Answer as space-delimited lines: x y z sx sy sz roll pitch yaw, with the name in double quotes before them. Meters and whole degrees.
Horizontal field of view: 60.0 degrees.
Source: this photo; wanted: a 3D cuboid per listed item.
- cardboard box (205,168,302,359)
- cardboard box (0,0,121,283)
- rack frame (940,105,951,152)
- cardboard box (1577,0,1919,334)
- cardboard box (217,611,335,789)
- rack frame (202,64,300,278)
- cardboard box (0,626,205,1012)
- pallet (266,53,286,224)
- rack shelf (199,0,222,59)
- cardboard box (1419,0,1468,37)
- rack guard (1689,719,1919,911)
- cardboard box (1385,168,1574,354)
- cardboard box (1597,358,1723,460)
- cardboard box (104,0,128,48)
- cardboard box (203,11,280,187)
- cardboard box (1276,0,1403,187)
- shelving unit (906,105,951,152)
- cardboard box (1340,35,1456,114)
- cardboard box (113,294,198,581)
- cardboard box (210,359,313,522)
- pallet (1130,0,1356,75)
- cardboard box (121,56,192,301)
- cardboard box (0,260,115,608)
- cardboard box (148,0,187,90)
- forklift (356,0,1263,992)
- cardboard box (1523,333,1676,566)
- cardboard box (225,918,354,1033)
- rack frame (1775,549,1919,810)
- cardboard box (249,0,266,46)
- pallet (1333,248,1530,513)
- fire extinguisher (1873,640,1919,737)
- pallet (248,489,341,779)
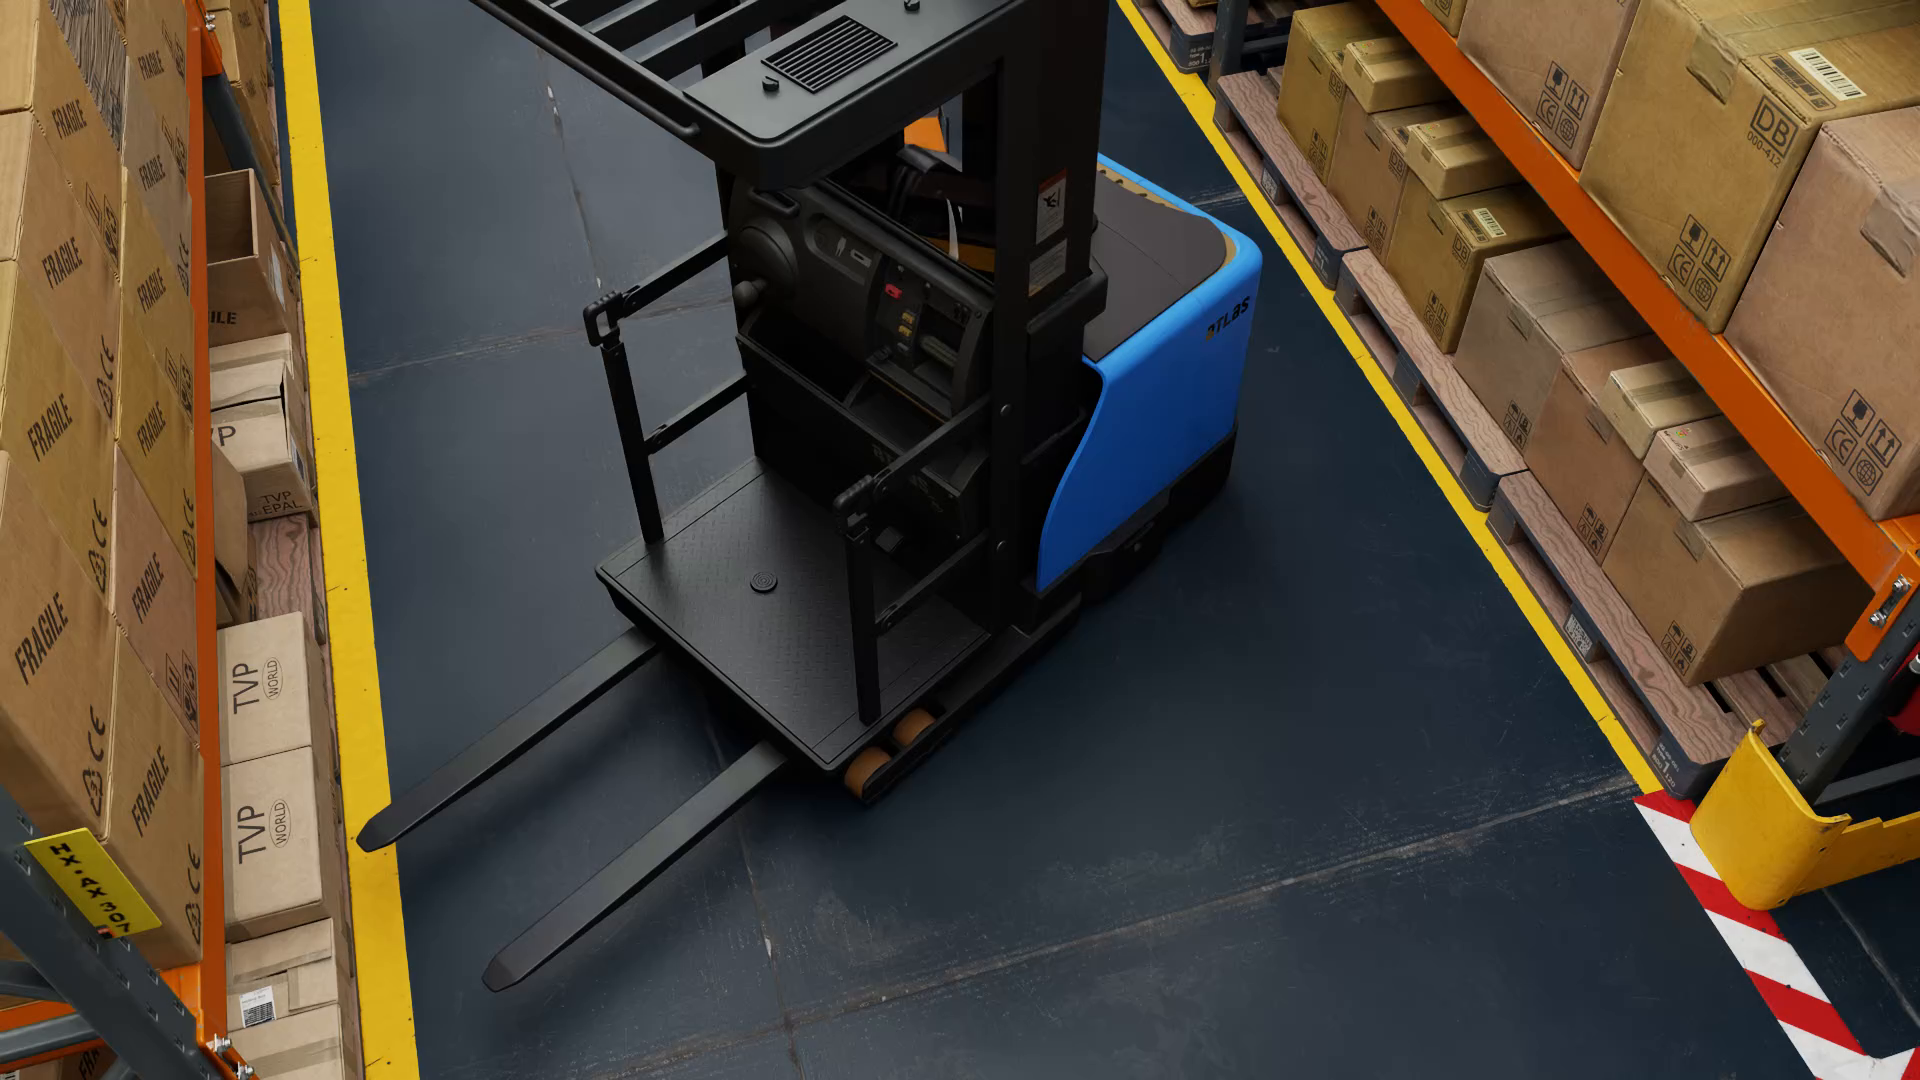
"cardboard box" -2.688 -0.932 5.921 0.500 0.500 0.500 -13 51 -11
"cardboard box" -2.280 -0.882 3.813 0.500 0.500 0.500 -14 51 -11
"rack frame" -0.050 -1.159 6.040 0.008 1.050 0.200 -7 50 -6
"cardboard box" 2.400 -1.145 4.557 0.980 0.700 0.700 -14 51 -11
"cardboard box" -2.131 0.526 4.855 0.500 0.250 0.500 -13 51 -11
"rack frame" -3.128 -1.948 5.431 1.000 3.000 0.127 -13 51 -11
"cardboard box" -1.824 0.557 3.253 0.500 0.500 0.500 -12 51 -10
"pallet" -3.405 -1.635 6.990 1.003 0.211 1.213 -13 51 -11
"rack shelf" -3.719 -3.177 6.937 1.077 0.370 4.000 -13 51 -11
"cardboard box" 1.959 -2.233 5.475 0.980 0.700 0.700 -14 51 -12
"rack guard" 2.793 0.674 4.855 1.175 0.500 0.348 -13 51 -11
"cardboard box" 2.021 -1.088 6.066 0.700 0.500 0.500 -12 51 -10
"cardboard box" 2.195 -0.416 5.075 0.380 0.149 0.250 -12 51 -10
"cardboard box" -2.577 -1.618 4.433 0.500 0.500 0.500 -14 51 -12
"cardboard box" -3.038 -1.693 6.562 0.500 0.500 0.500 -15 52 -13
"cardboard box" 1.726 -1.831 6.692 0.700 0.500 0.500 -13 51 -11
"shelving unit" -0.171 -1.145 6.028 0.252 1.050 0.215 -7 50 -6
"cardboard box" 1.653 -1.749 6.199 0.380 0.149 0.250 -12 51 -10
"cardboard box" -2.128 -0.186 3.879 0.500 0.500 0.500 -13 51 -11
"cardboard box" -2.467 -0.324 5.532 0.500 0.311 0.500 -13 51 -11
"pallet" 1.303 -2.719 7.904 1.003 0.211 1.213 -13 51 -11
"cardboard box" -2.427 -0.922 4.500 0.500 0.500 0.500 -12 51 -10
"cardboard box" -1.986 -0.145 3.191 0.500 0.500 0.500 -13 51 -11
"cardboard box" -2.735 -1.673 5.133 0.500 0.500 0.500 -13 51 -10
"forklift" -0.433 -0.602 4.340 1.130 2.935 3.031 36 59 27
"cardboard box" 2.335 -0.333 5.429 0.700 0.500 0.500 -13 51 -11
"cardboard box" -1.814 1.179 4.360 0.380 0.166 0.250 -13 51 -11
"rack frame" 2.786 -0.150 3.914 1.000 3.000 0.127 -13 51 -11
"cardboard box" -3.347 -2.446 7.198 0.500 0.500 0.500 -13 51 -11
"pallet" 2.118 -0.706 6.208 1.003 0.211 1.213 -13 51 -11
"fire extinguisher" 2.390 0.210 3.905 0.296 0.674 0.183 -13 51 -11
"pallet" -2.561 0.345 5.321 1.003 0.211 1.213 -13 51 -11
